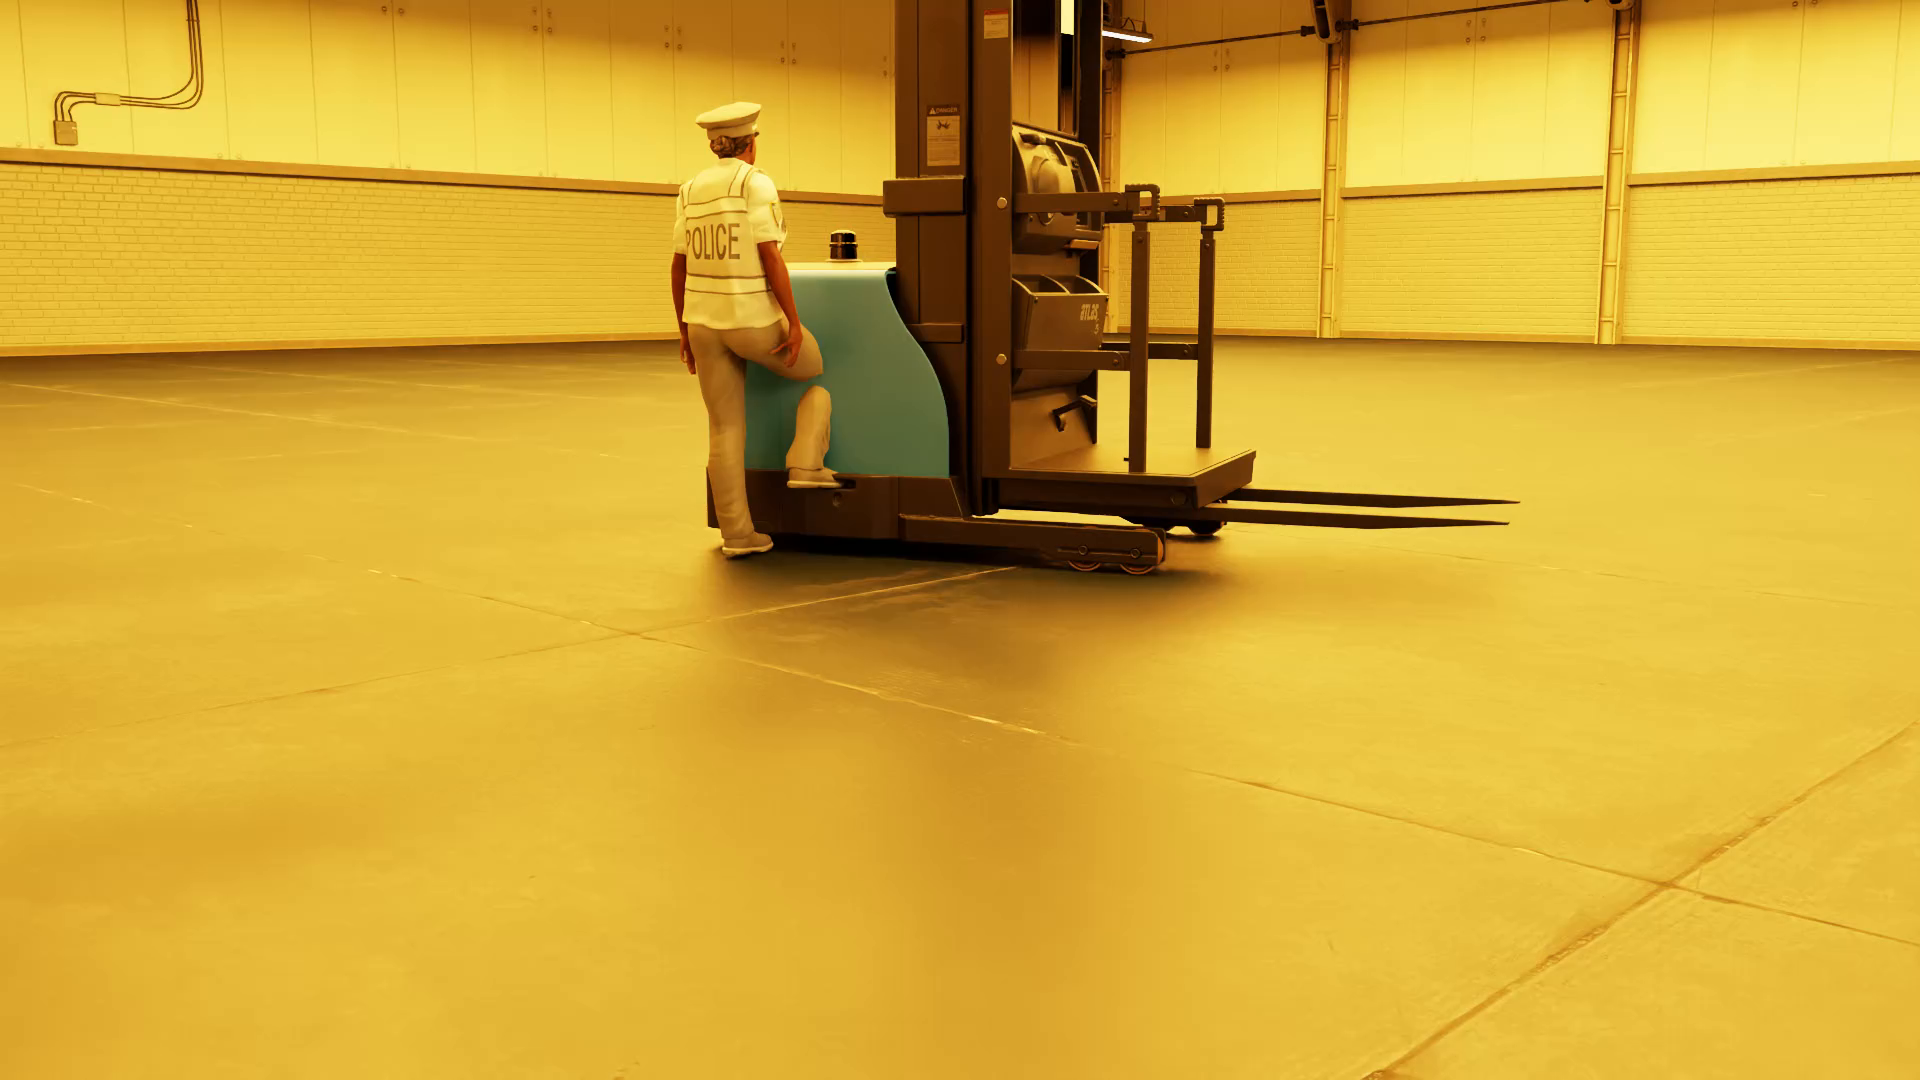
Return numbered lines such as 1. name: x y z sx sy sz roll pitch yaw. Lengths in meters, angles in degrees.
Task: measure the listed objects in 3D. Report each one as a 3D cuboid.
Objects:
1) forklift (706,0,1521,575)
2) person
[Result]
1. forklift: 0.565 -1.416 6.275 3.031 2.935 1.130 3 9 22
2. person: -0.751 -0.786 6.242 0.572 1.682 0.567 5 10 29
